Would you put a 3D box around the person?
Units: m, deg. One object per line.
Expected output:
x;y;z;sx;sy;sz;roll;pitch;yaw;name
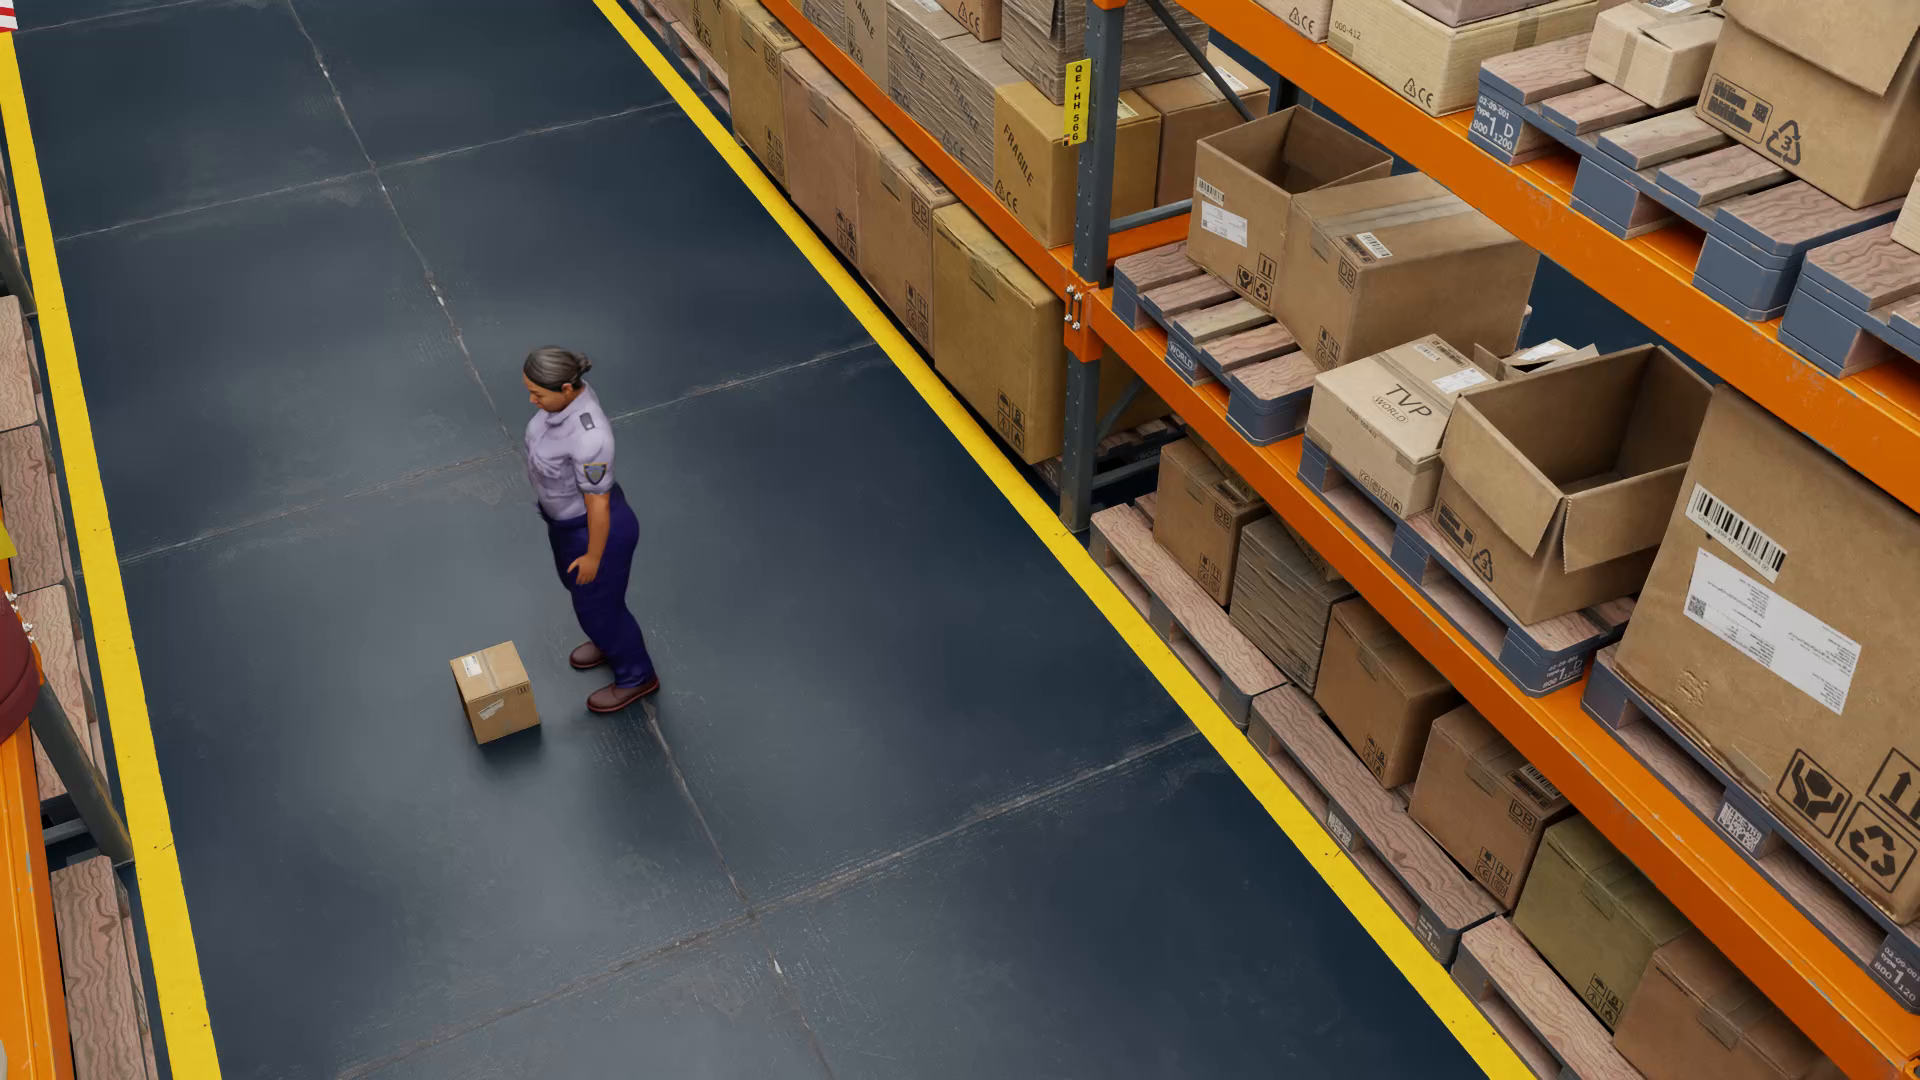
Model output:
-1.390;-0.049;6.238;0.339;1.640;0.474;-18;45;-19;person
